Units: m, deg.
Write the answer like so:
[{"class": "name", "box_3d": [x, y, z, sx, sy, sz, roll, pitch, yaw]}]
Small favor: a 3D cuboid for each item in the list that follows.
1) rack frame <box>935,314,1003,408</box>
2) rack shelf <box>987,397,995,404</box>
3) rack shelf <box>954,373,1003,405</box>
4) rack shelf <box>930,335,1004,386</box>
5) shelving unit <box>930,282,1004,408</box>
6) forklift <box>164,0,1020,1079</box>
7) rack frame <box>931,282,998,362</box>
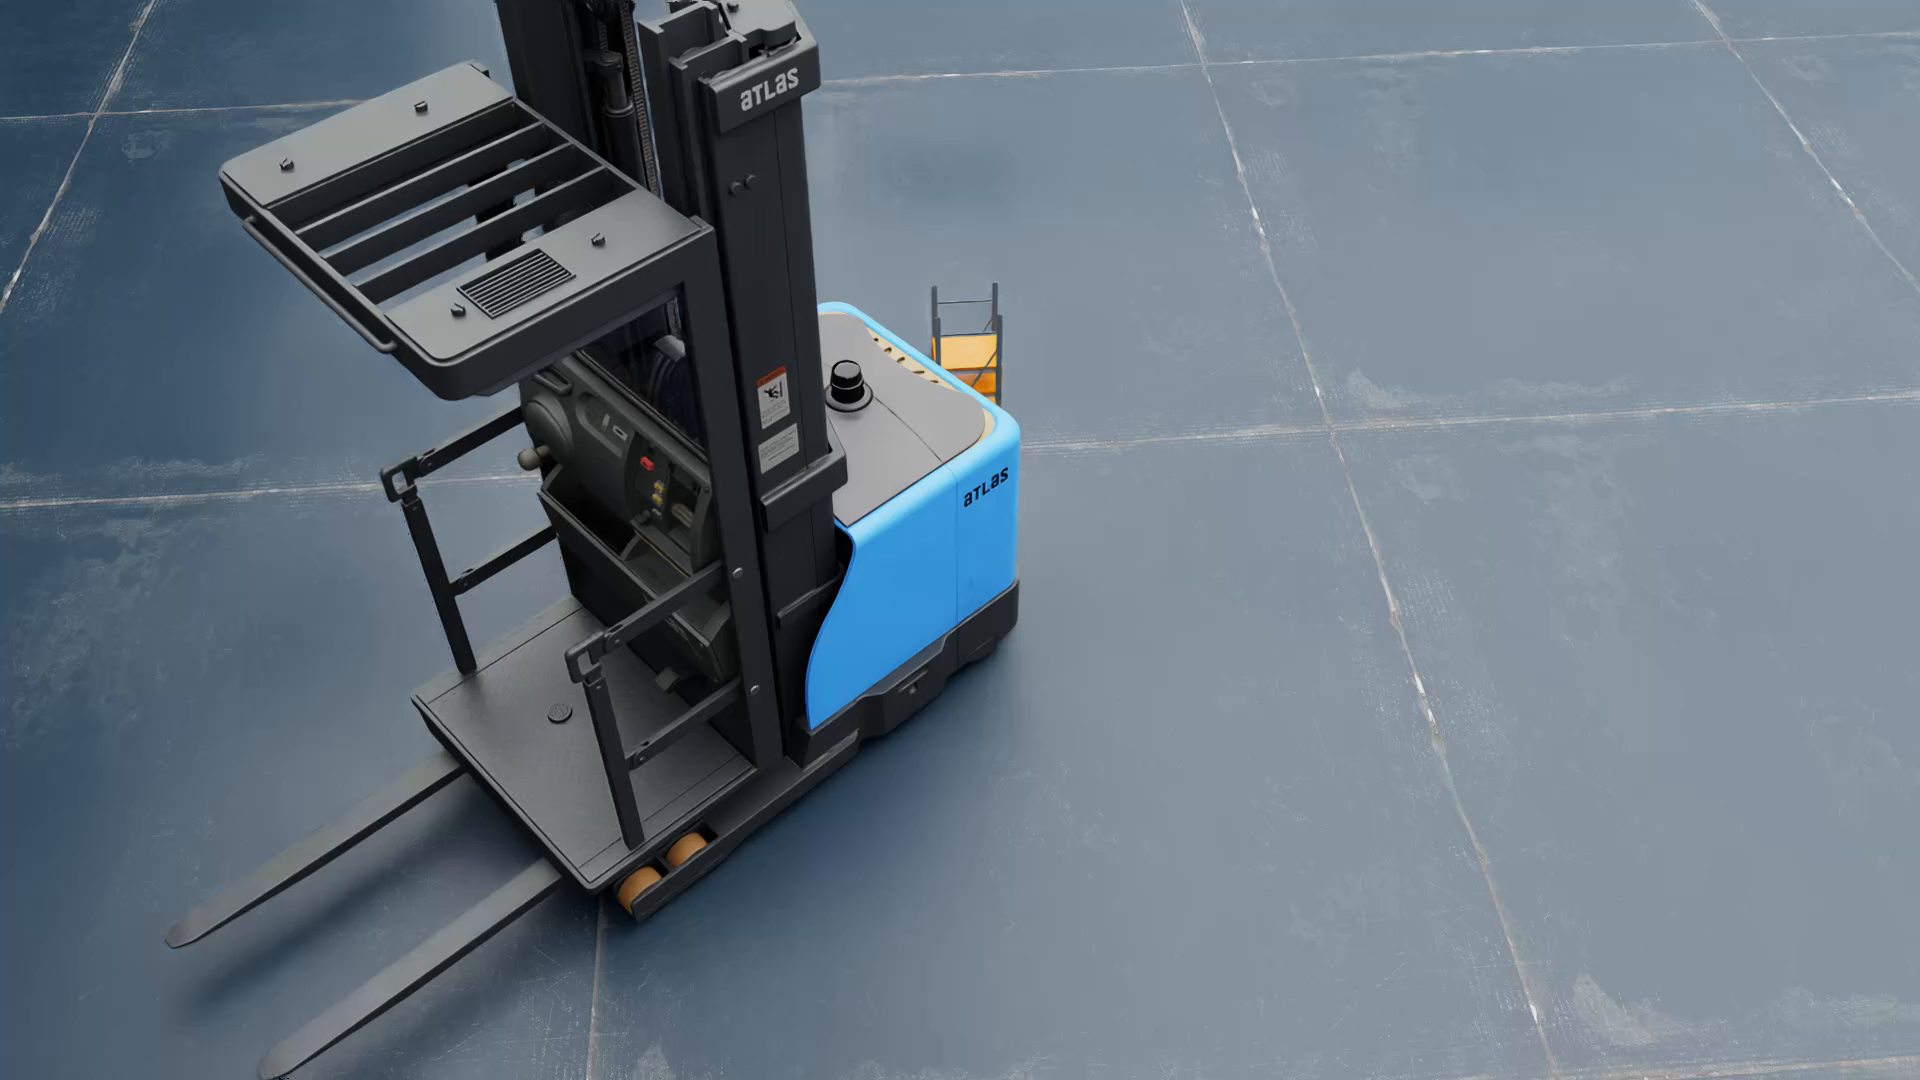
[{"class": "rack frame", "box_3d": [0.031, -0.373, 6.277, 0.240, 1.200, 0.006, -3, 47, -3]}, {"class": "rack shelf", "box_3d": [0.024, -0.491, 6.285, 0.258, 0.103, 0.180, -3, 47, -3]}, {"class": "rack shelf", "box_3d": [0.024, -0.574, 6.198, 0.258, 0.103, 0.180, -3, 47, -3]}, {"class": "rack shelf", "box_3d": [0.024, -0.656, 6.111, 0.258, 0.103, 0.180, -3, 47, -3]}, {"class": "shelving unit", "box_3d": [0.024, -0.439, 6.340, 0.258, 1.200, 0.189, -3, 47, -3]}, {"class": "forklift", "box_3d": [-1.192, -0.183, 4.904, 3.031, 2.935, 1.130, -35, 56, -28]}, {"class": "rack frame", "box_3d": [0.017, -0.506, 6.402, 0.240, 1.200, 0.006, -3, 47, -3]}]
